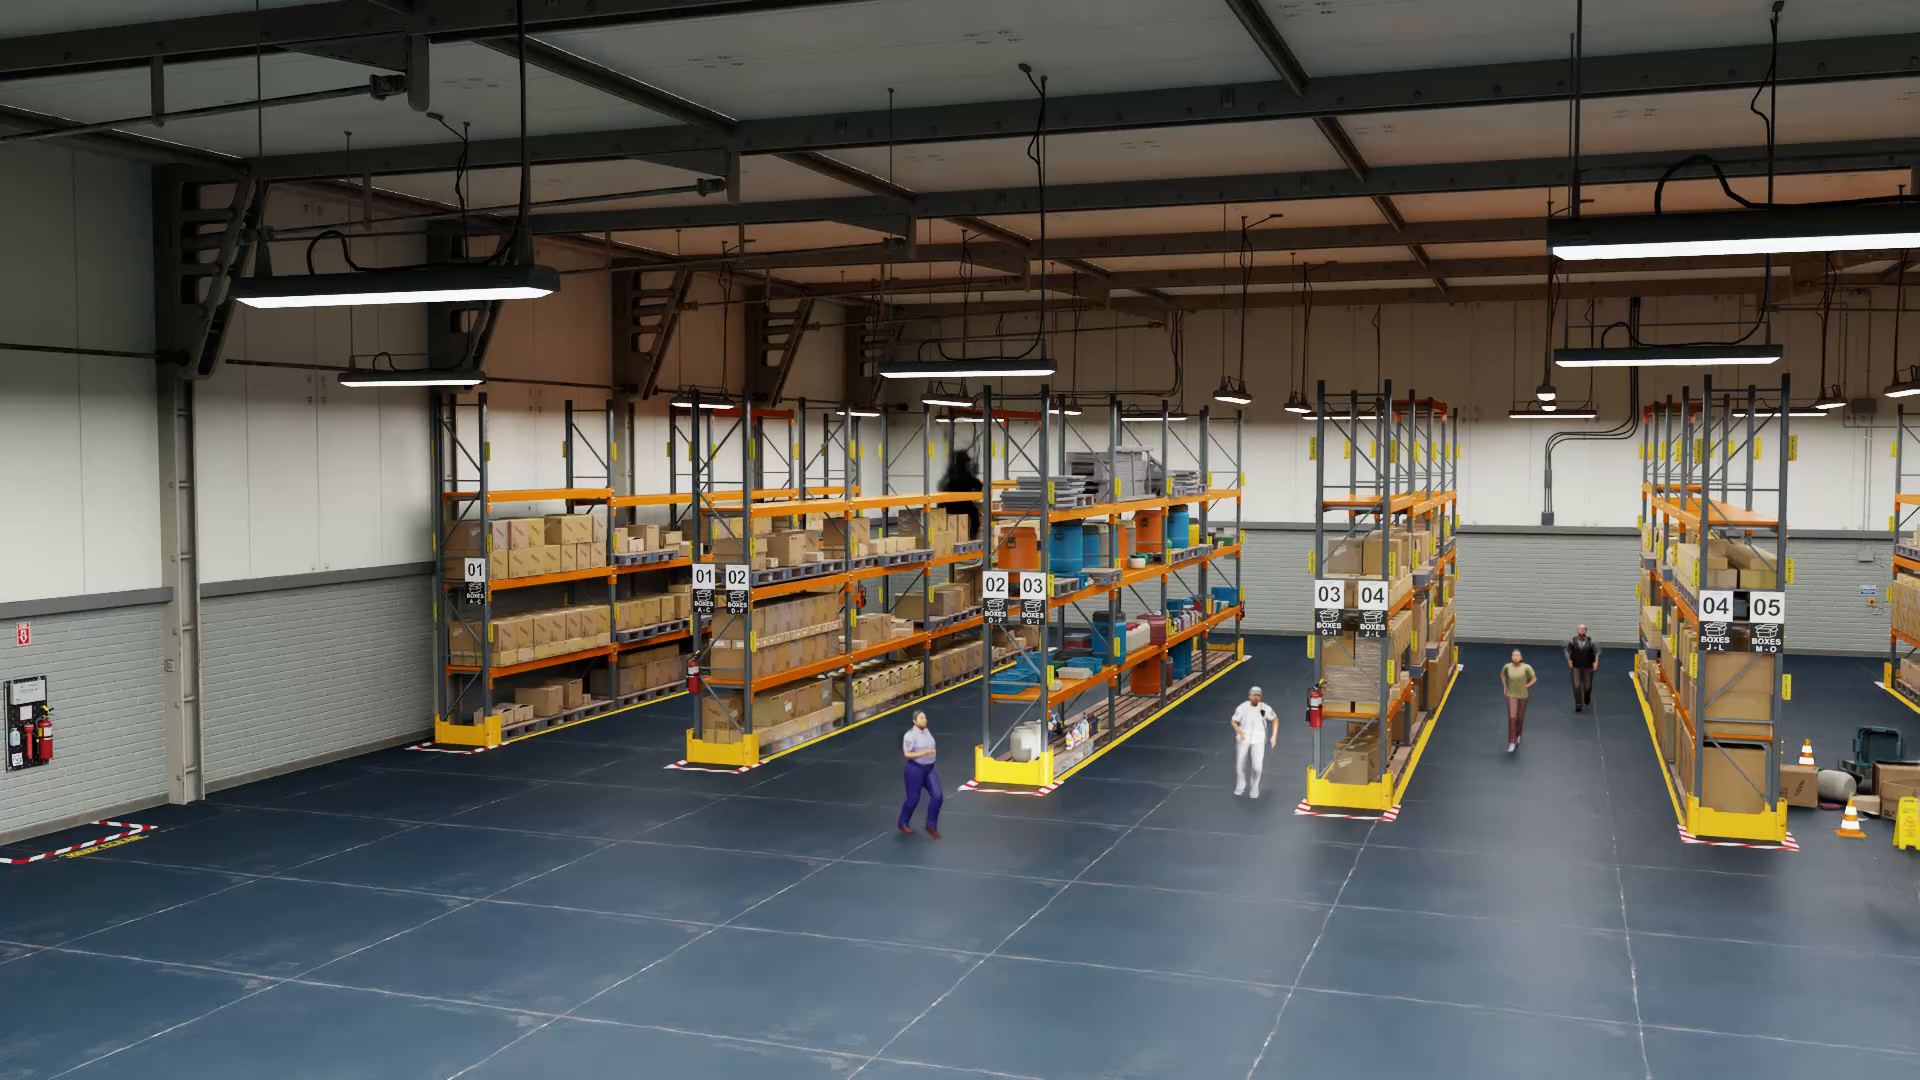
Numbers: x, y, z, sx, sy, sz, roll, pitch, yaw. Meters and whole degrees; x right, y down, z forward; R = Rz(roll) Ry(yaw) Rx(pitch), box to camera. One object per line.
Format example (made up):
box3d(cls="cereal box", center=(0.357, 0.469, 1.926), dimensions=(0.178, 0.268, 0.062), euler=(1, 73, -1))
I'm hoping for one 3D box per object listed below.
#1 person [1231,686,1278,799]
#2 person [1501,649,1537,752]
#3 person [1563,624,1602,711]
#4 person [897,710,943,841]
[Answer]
box3d(cls="person", center=(4.226, 2.915, 23.914), dimensions=(0.666, 1.632, 0.615), euler=(1, 3, 13))
box3d(cls="person", center=(9.401, 2.669, 28.002), dimensions=(0.572, 1.702, 0.840), euler=(1, 3, 17))
box3d(cls="person", center=(11.995, 2.457, 32.064), dimensions=(0.705, 1.678, 0.614), euler=(1, 3, 22))
box3d(cls="person", center=(-0.513, 3.041, 21.466), dimensions=(0.585, 1.704, 0.708), euler=(-3, 4, -43))
